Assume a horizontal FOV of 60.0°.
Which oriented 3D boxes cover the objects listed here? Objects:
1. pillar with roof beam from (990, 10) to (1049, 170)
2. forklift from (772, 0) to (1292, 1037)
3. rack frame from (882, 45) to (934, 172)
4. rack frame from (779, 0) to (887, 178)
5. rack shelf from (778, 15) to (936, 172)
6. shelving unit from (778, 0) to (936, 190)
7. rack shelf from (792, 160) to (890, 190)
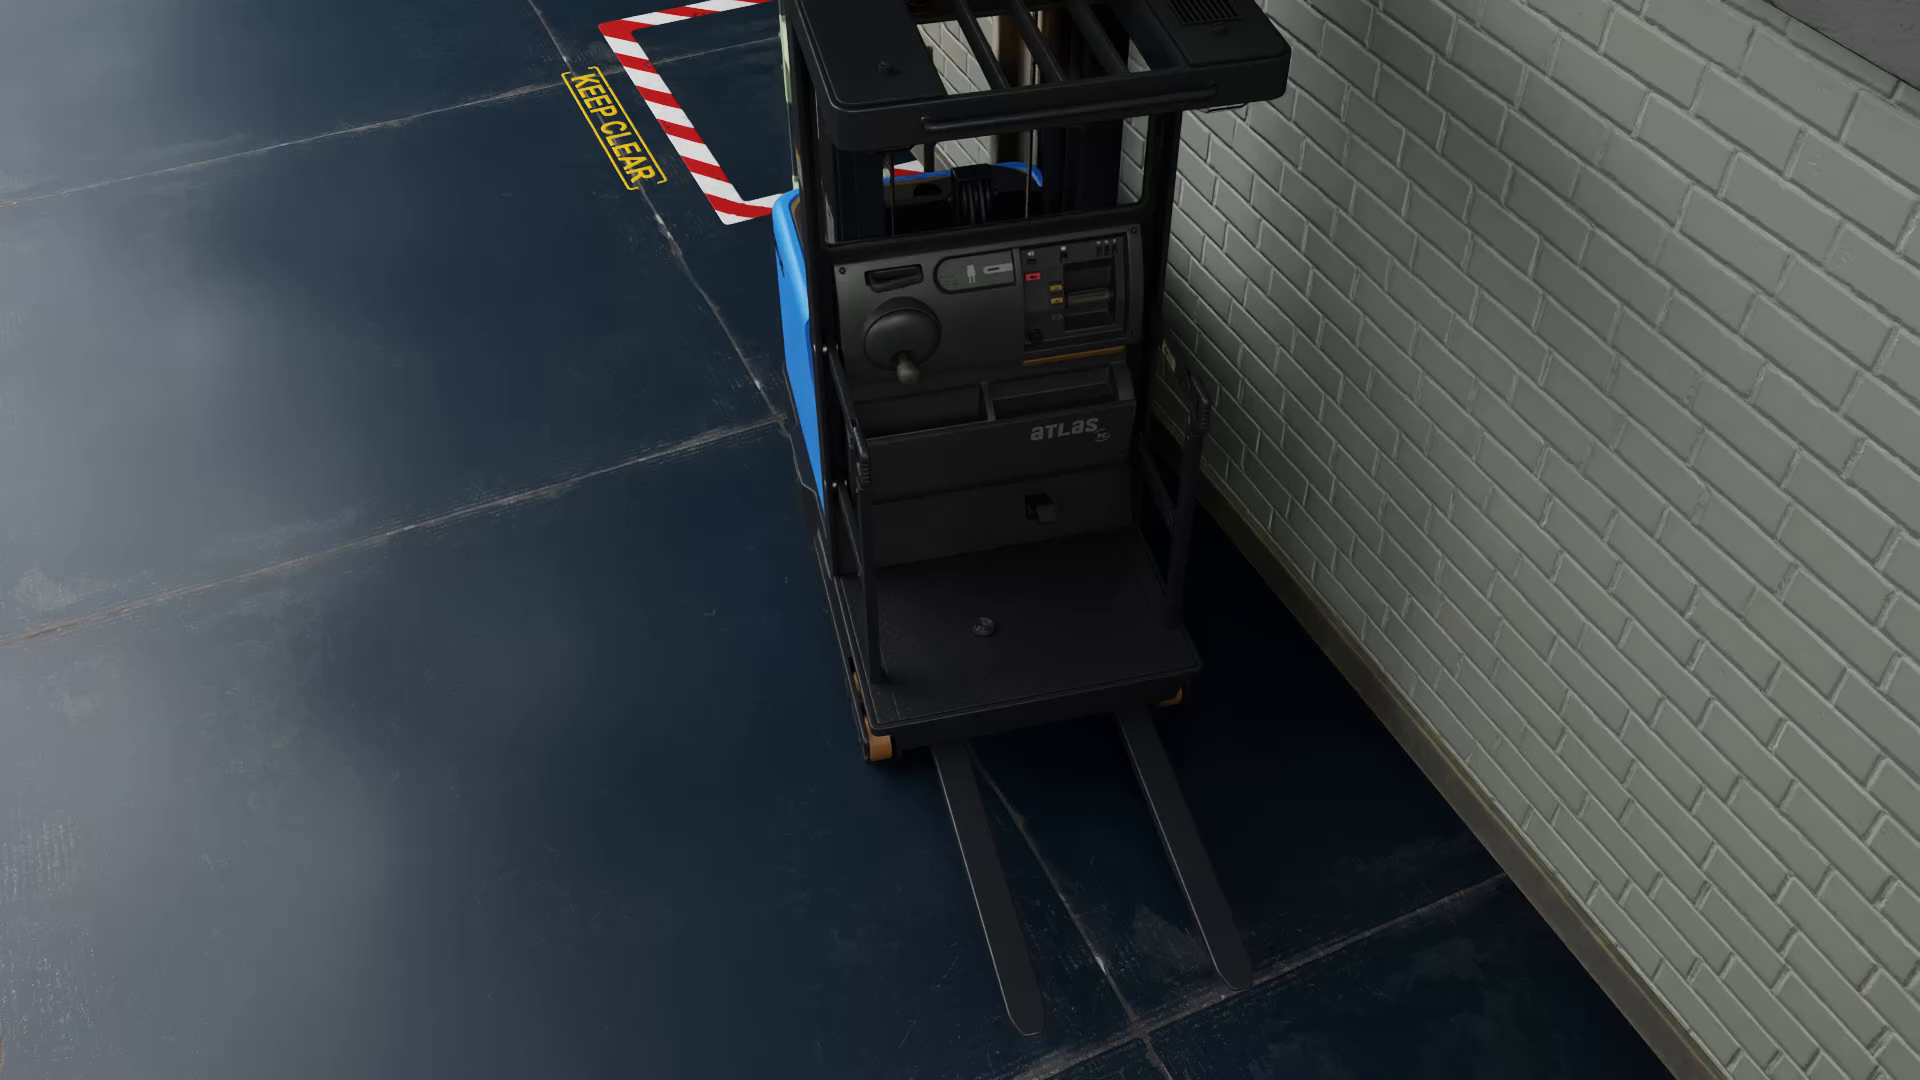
[{"bbox_3d":[-3.567,-2.769,2.649,9.100,9.000,0.400,-18,47,-17],"label":"pillar with roof beam"},{"bbox_3d":[0.146,-0.613,4.784,1.130,2.935,3.031,-10,45,-10],"label":"forklift"},{"bbox_3d":[-0.292,-1.172,6.370,0.400,1.500,0.023,-12,46,-12],"label":"rack frame"},{"bbox_3d":[-0.503,-1.664,6.868,0.400,1.500,0.023,-12,46,-12],"label":"rack frame"},{"bbox_3d":[-0.397,-1.696,6.345,0.431,0.370,0.720,-12,46,-12],"label":"rack shelf"},{"bbox_3d":[-0.397,-1.418,6.619,0.431,1.500,0.755,-12,46,-12],"label":"shelving unit"},{"bbox_3d":[-0.397,-1.186,6.848,0.431,0.370,0.720,-12,46,-12],"label":"rack shelf"}]
